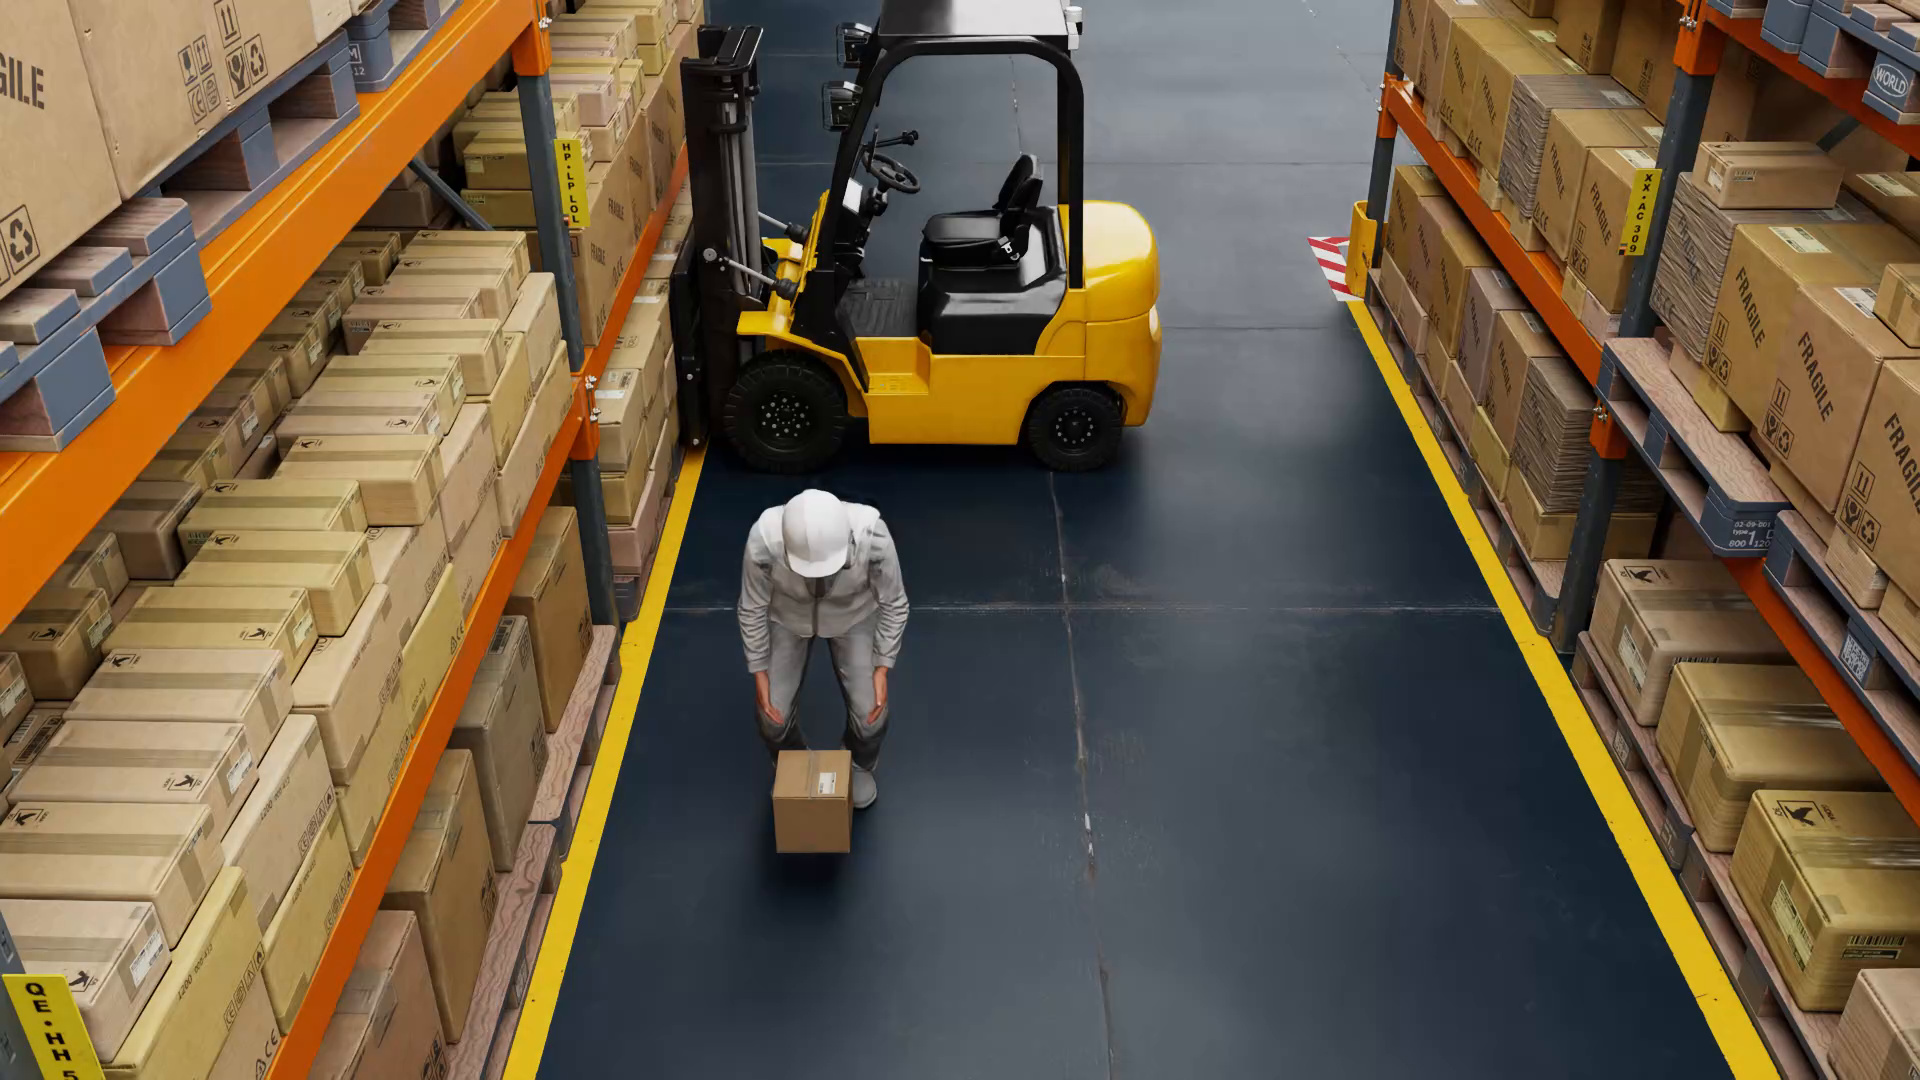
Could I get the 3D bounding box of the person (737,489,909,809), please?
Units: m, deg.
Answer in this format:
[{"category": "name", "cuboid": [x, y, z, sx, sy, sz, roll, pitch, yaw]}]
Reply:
[{"category": "person", "cuboid": [-0.470, 0.341, 5.865, 0.592, 1.450, 0.752, 0, 31, 0]}]
